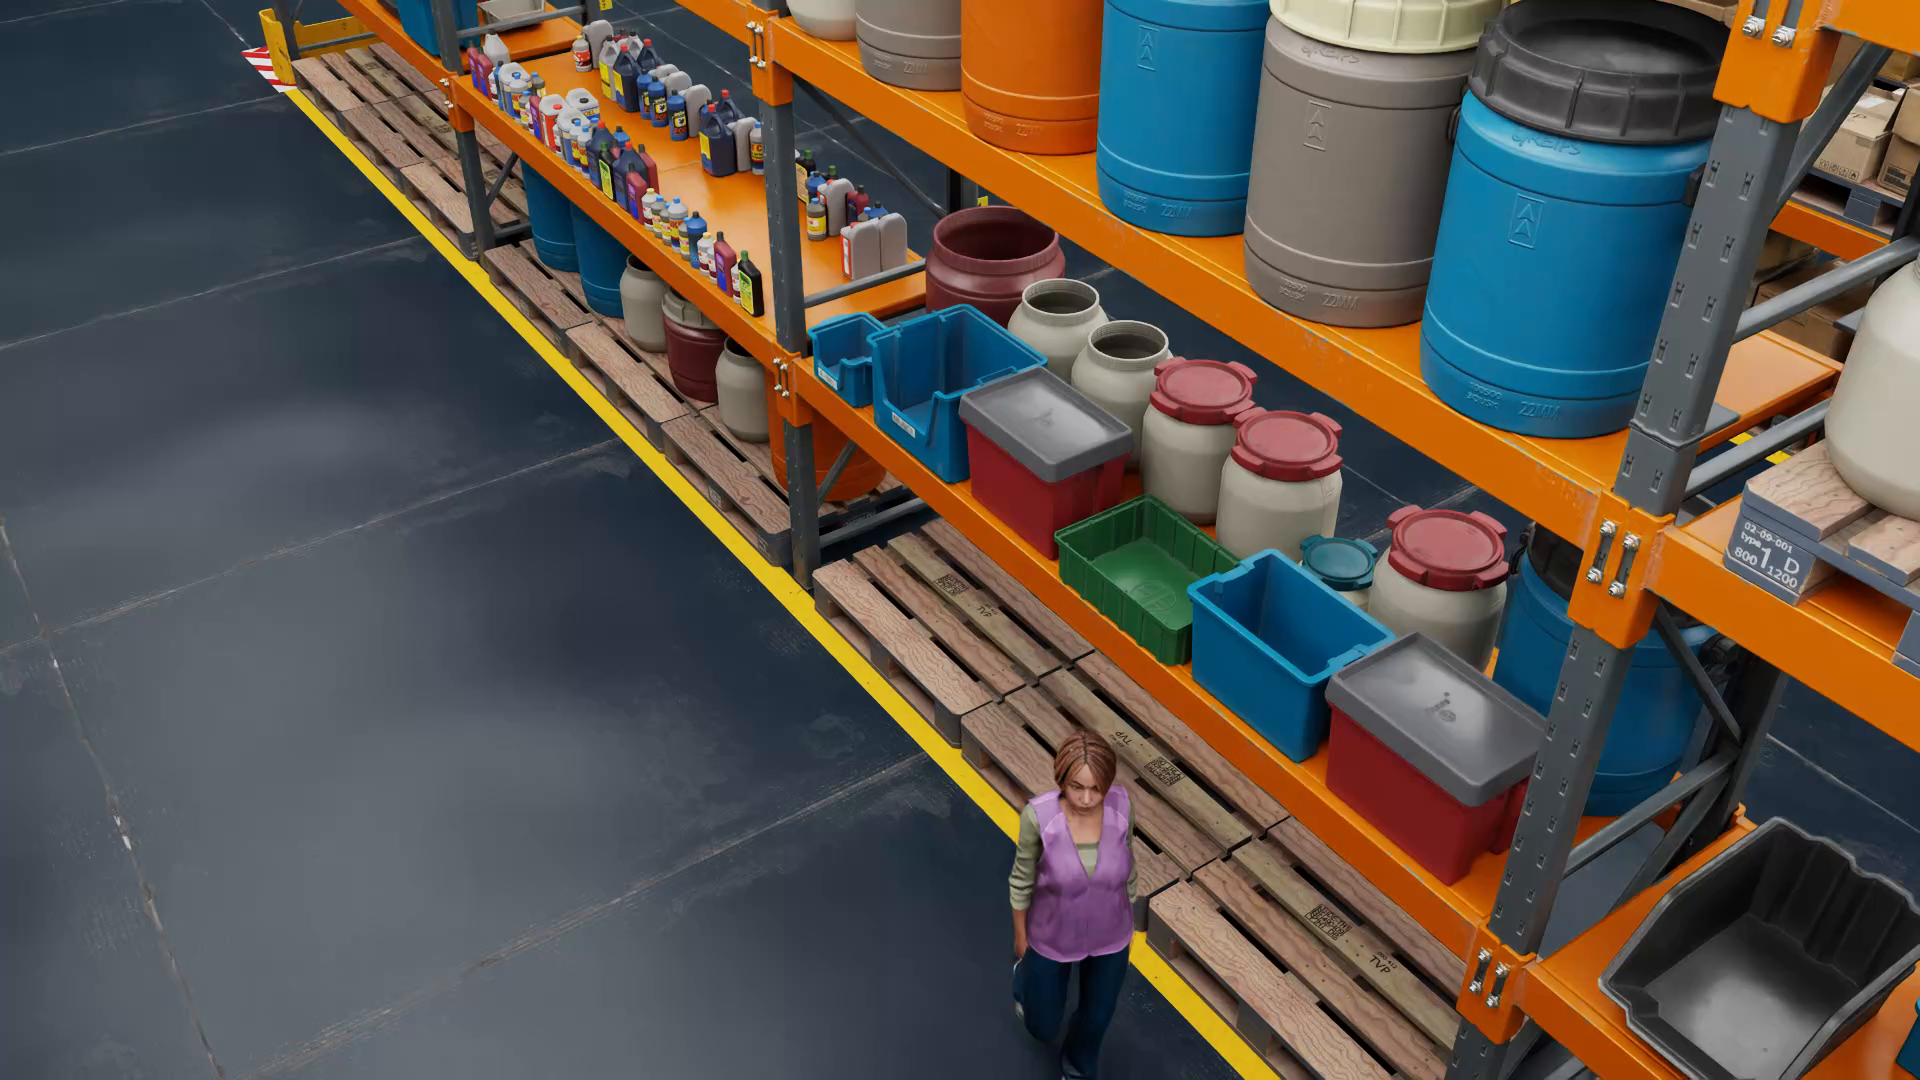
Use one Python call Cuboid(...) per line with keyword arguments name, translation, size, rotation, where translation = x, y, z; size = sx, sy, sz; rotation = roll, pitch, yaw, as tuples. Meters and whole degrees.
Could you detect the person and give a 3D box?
Cuboid(name="person", translation=(0.357, 1.228, 5.350), size=(0.414, 1.581, 0.587), rotation=(-7, 37, -9))
